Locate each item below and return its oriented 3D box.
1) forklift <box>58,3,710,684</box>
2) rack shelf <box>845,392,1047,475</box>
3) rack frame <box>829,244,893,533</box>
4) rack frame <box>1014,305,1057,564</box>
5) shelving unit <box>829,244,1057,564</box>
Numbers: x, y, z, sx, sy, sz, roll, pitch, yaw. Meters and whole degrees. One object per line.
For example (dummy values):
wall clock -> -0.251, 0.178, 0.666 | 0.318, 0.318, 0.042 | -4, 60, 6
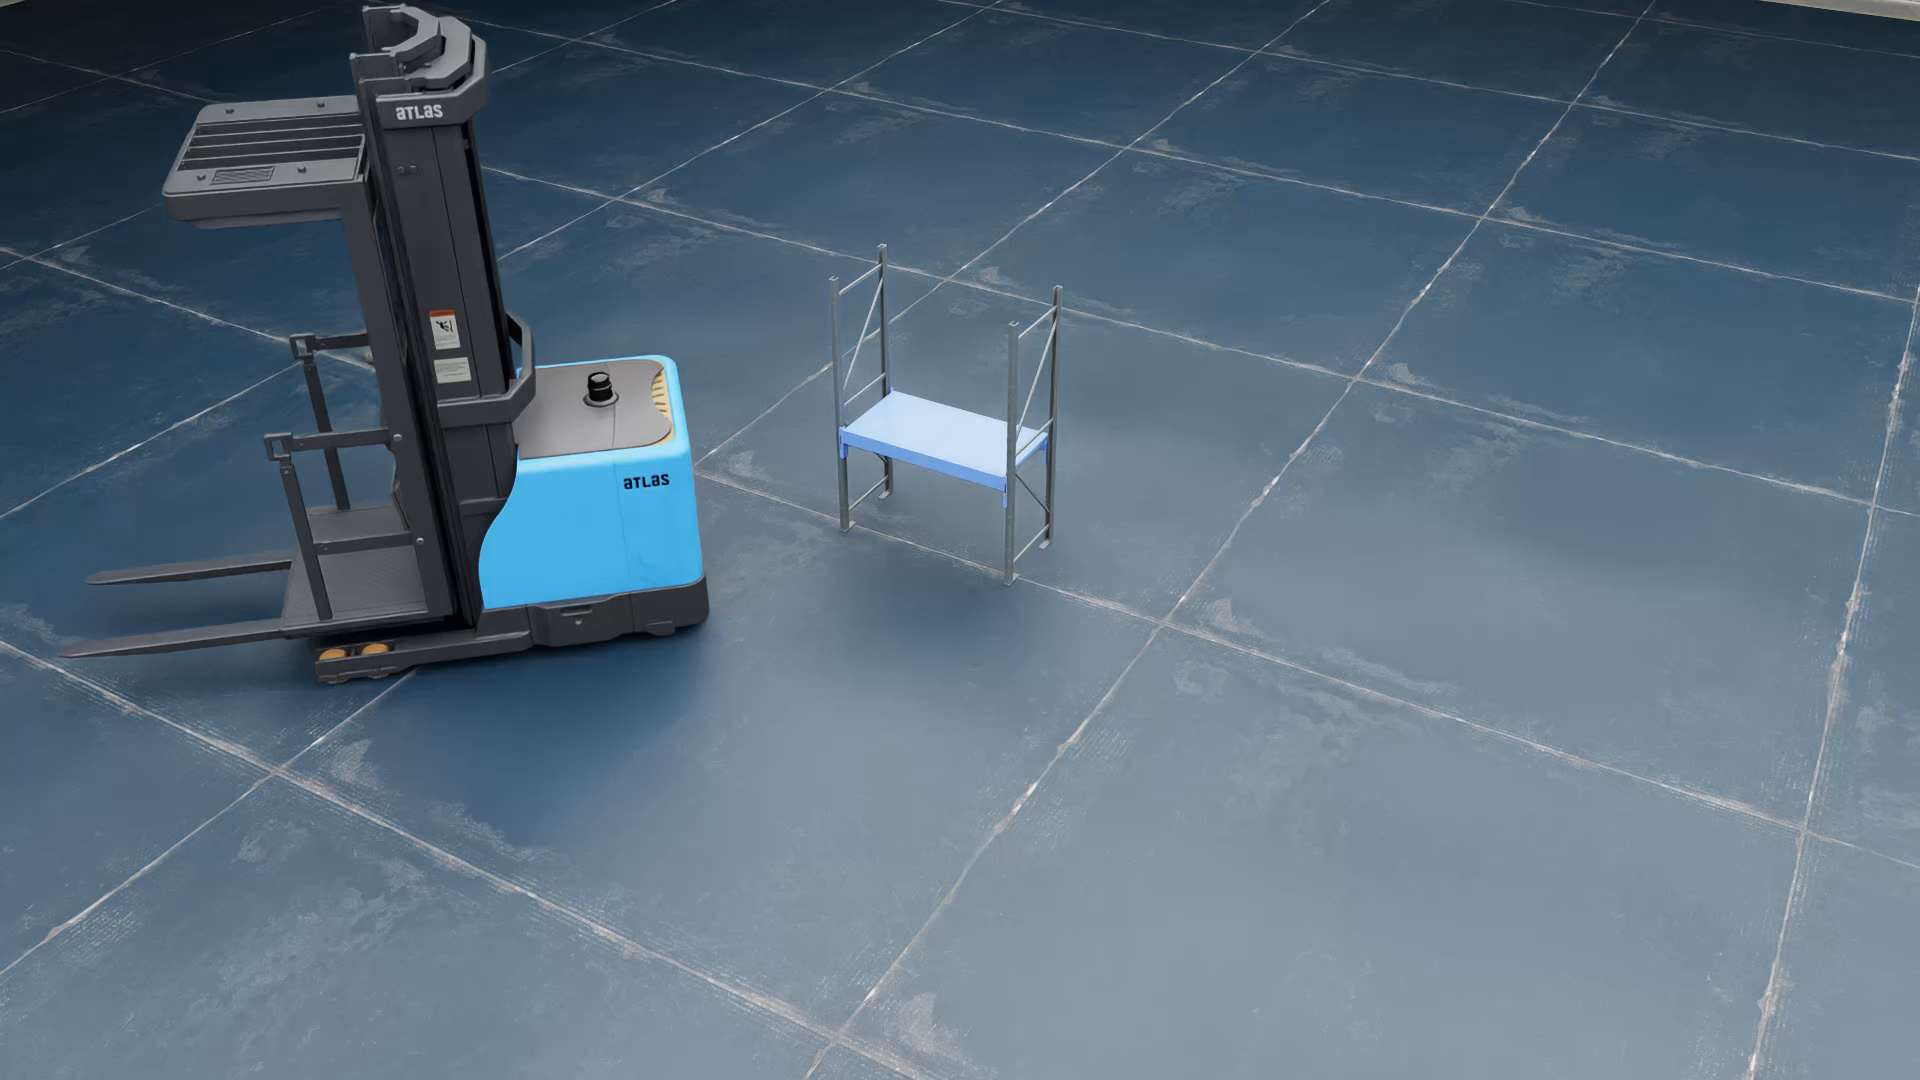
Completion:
forklift -> -2.829, -0.852, 7.656 | 3.031, 2.935, 1.130 | -7, 34, -10
rack shelf -> -0.074, -0.554, 8.703 | 0.952, 0.026, 0.459 | 18, 37, 24
rack frame -> -0.515, -0.788, 8.850 | 0.032, 1.500, 0.500 | 18, 37, 24
rack frame -> 0.366, -0.507, 8.429 | 0.013, 1.308, 0.475 | 18, 37, 24
shelving unit -> -0.078, -0.649, 8.642 | 1.039, 1.500, 0.500 | 18, 37, 24
